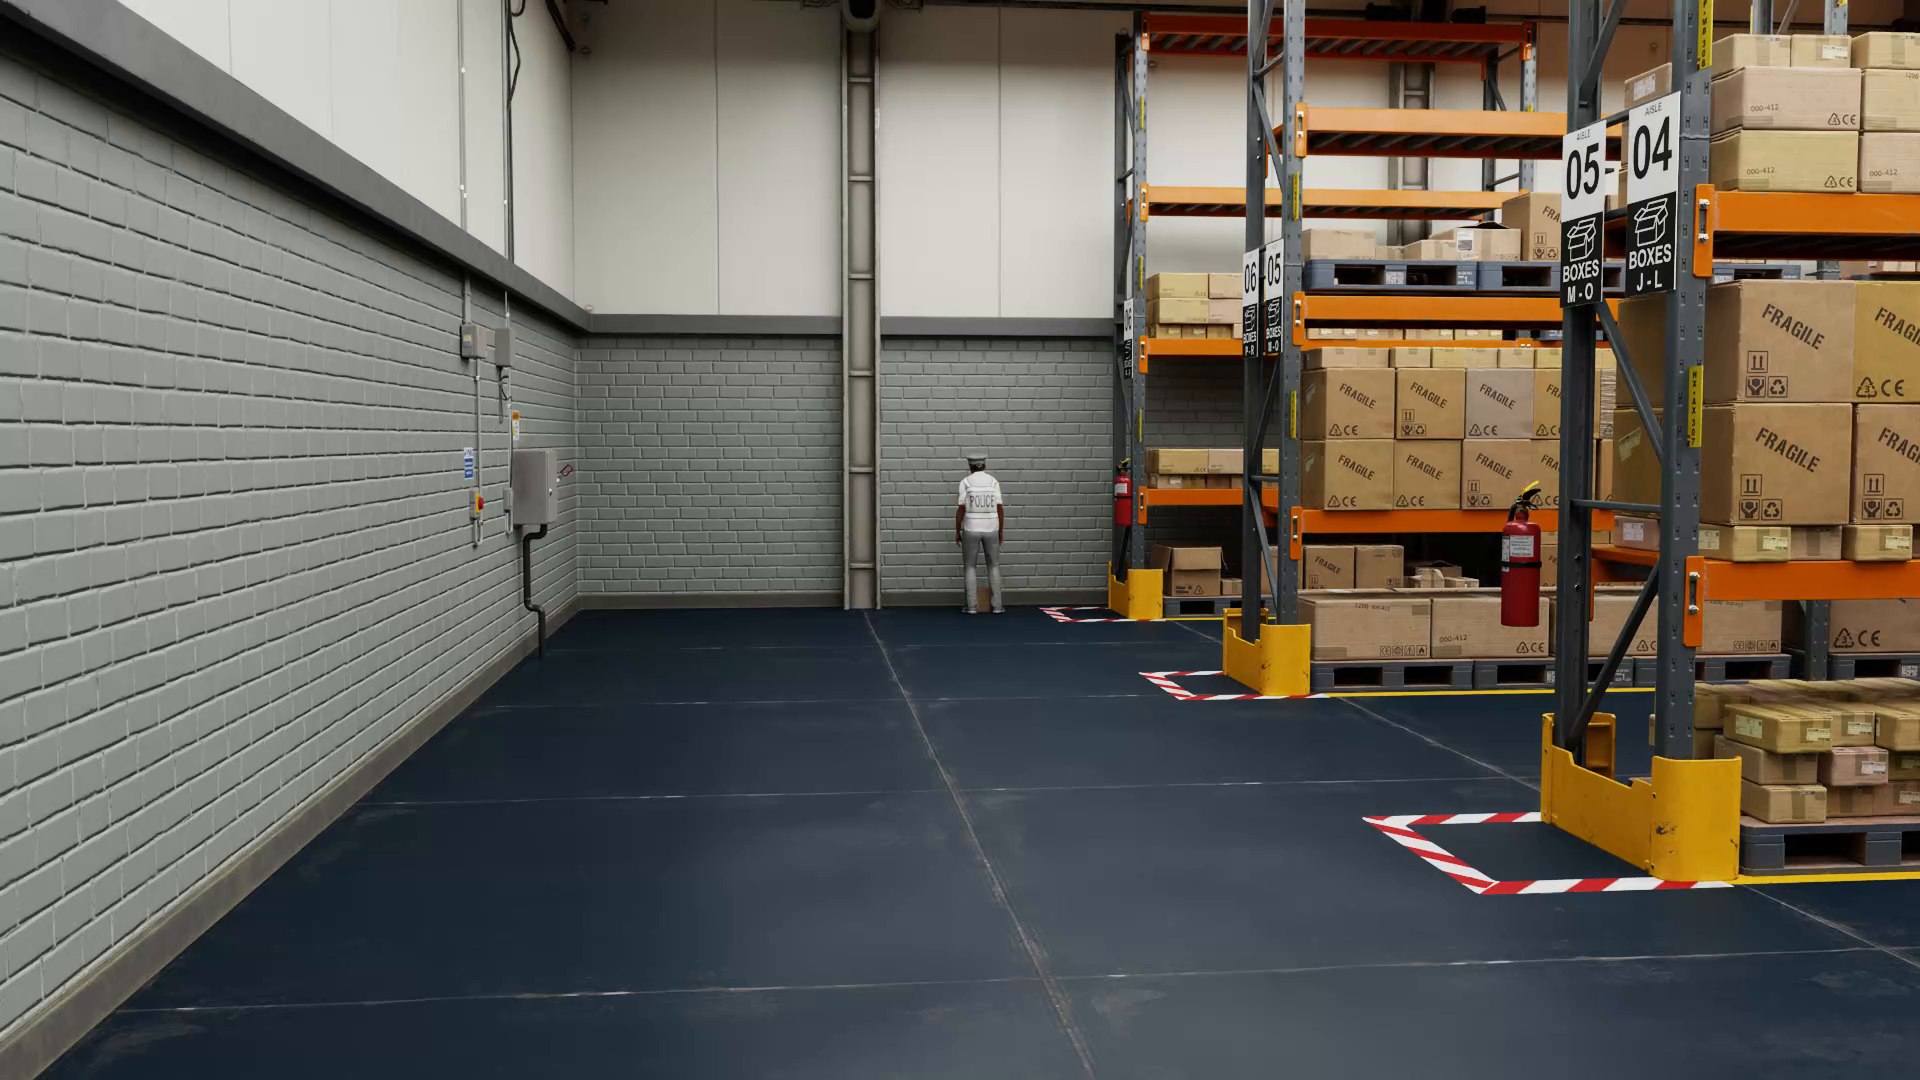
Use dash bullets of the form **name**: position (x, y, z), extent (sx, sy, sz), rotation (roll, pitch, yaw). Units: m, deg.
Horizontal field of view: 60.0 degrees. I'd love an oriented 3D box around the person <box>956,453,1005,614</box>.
- **person**: position (0.215, -0.068, 17.154), extent (0.527, 1.659, 0.394), rotation (-1, 4, -9)
